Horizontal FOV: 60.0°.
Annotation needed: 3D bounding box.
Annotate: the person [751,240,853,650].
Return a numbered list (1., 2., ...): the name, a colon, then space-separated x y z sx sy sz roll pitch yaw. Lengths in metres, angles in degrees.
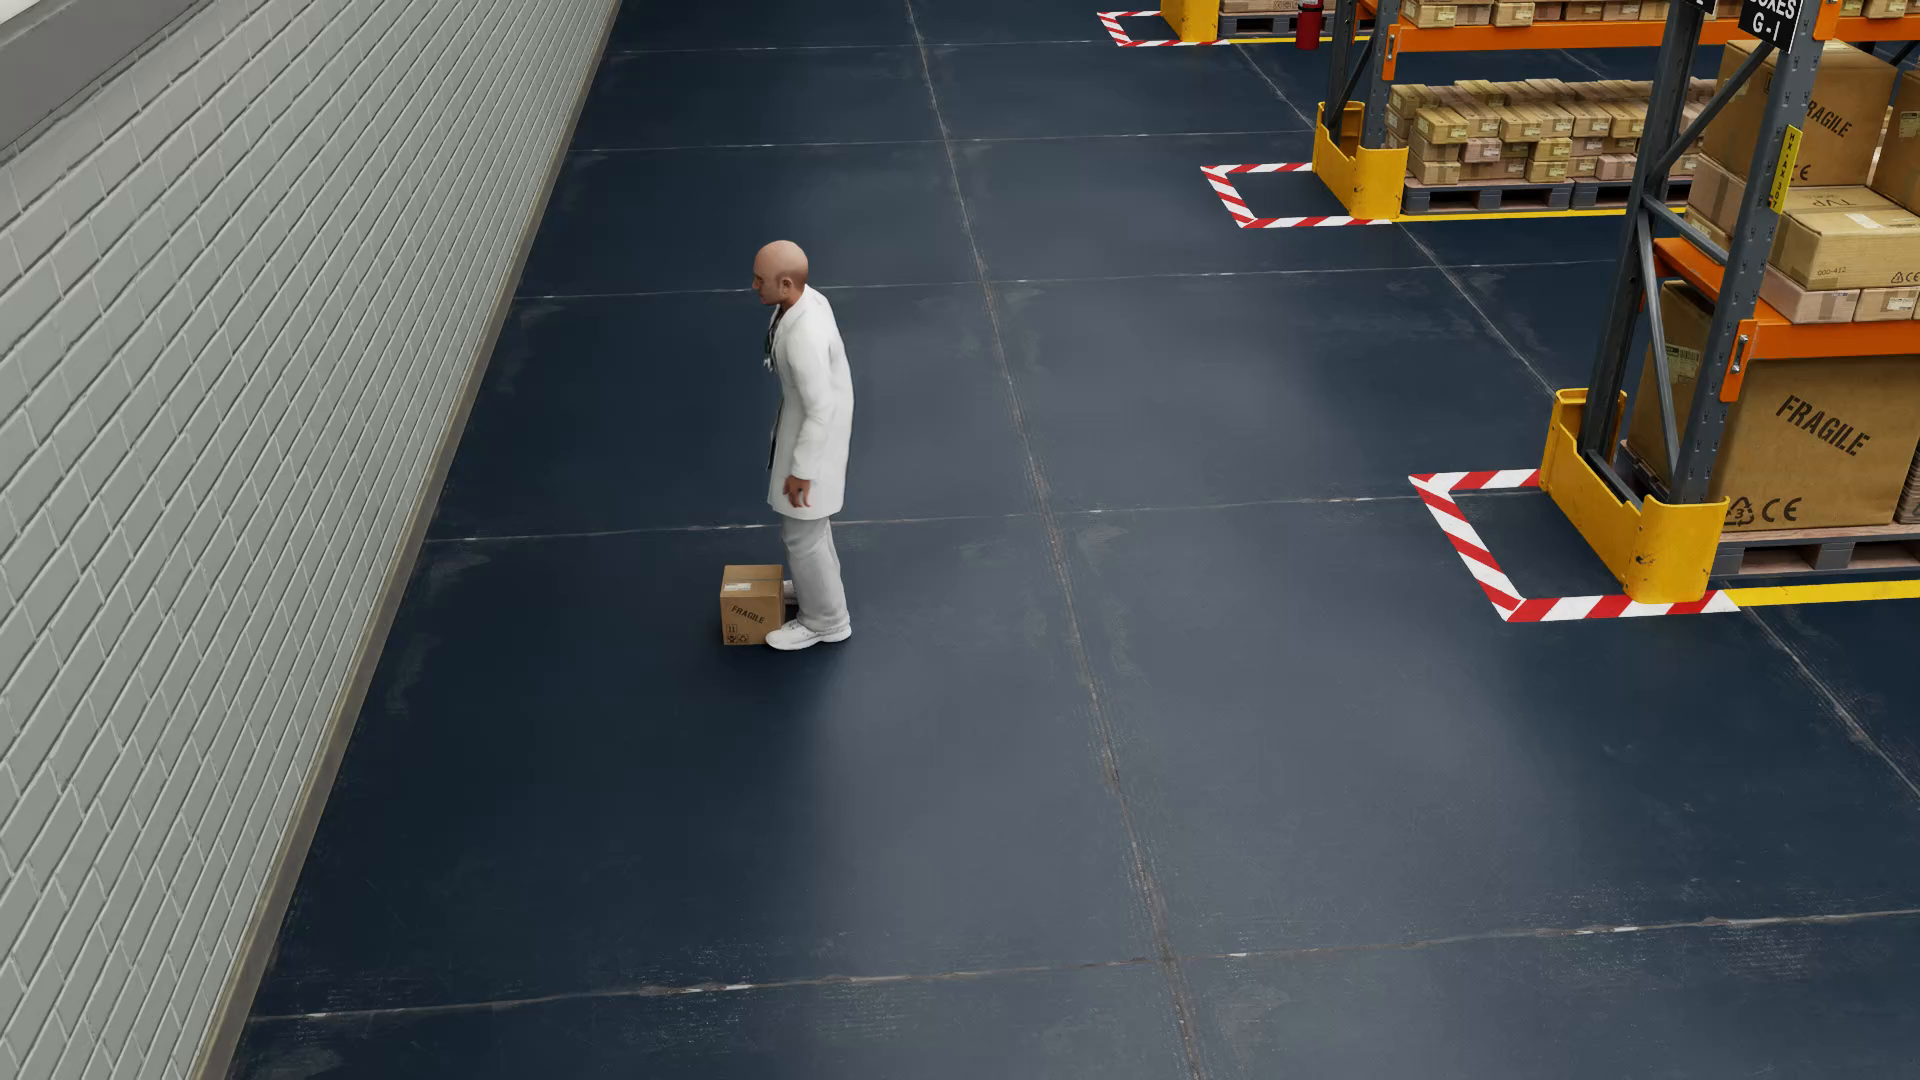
1. person: -0.642 -0.384 6.793 0.421 1.774 0.654 -4 31 -7
